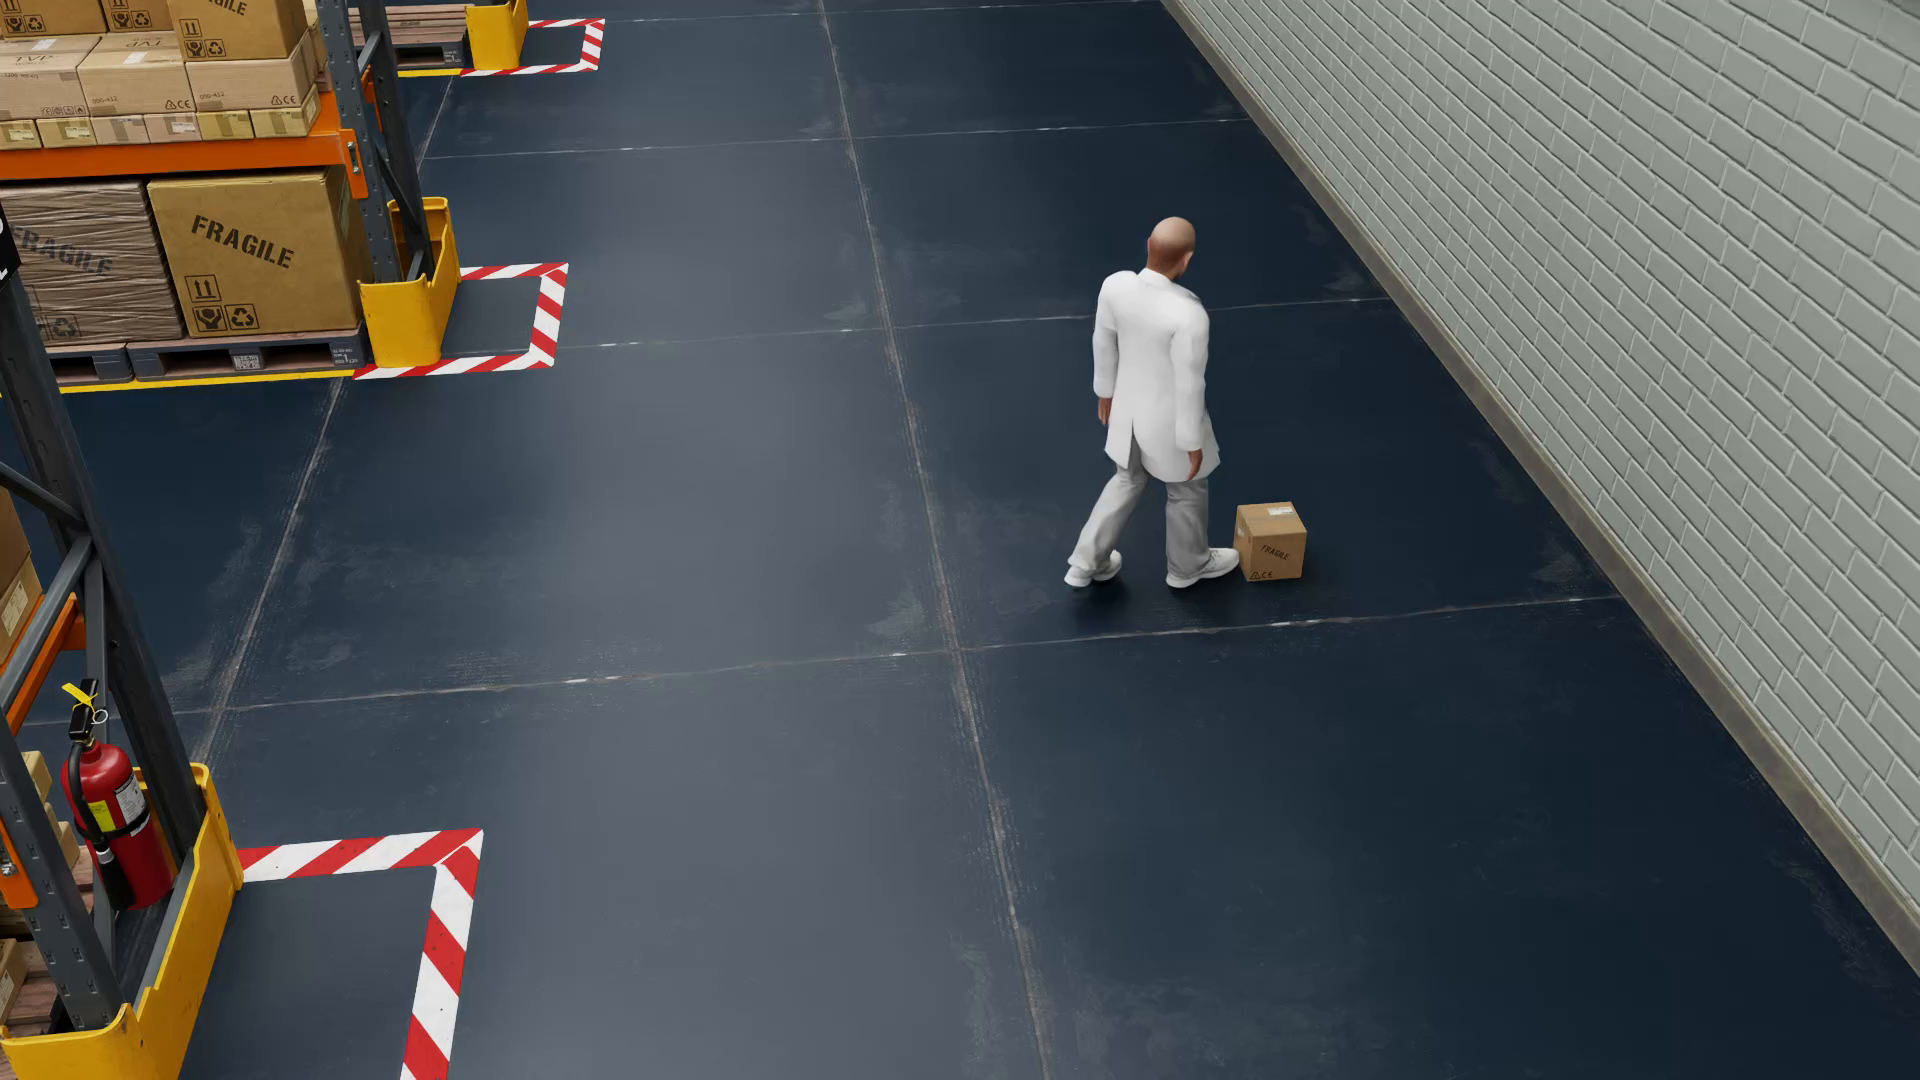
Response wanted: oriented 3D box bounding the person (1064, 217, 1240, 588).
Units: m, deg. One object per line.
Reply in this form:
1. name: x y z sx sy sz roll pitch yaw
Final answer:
1. person: 0.848 -0.535 6.926 0.816 1.753 0.630 -25 42 -32
